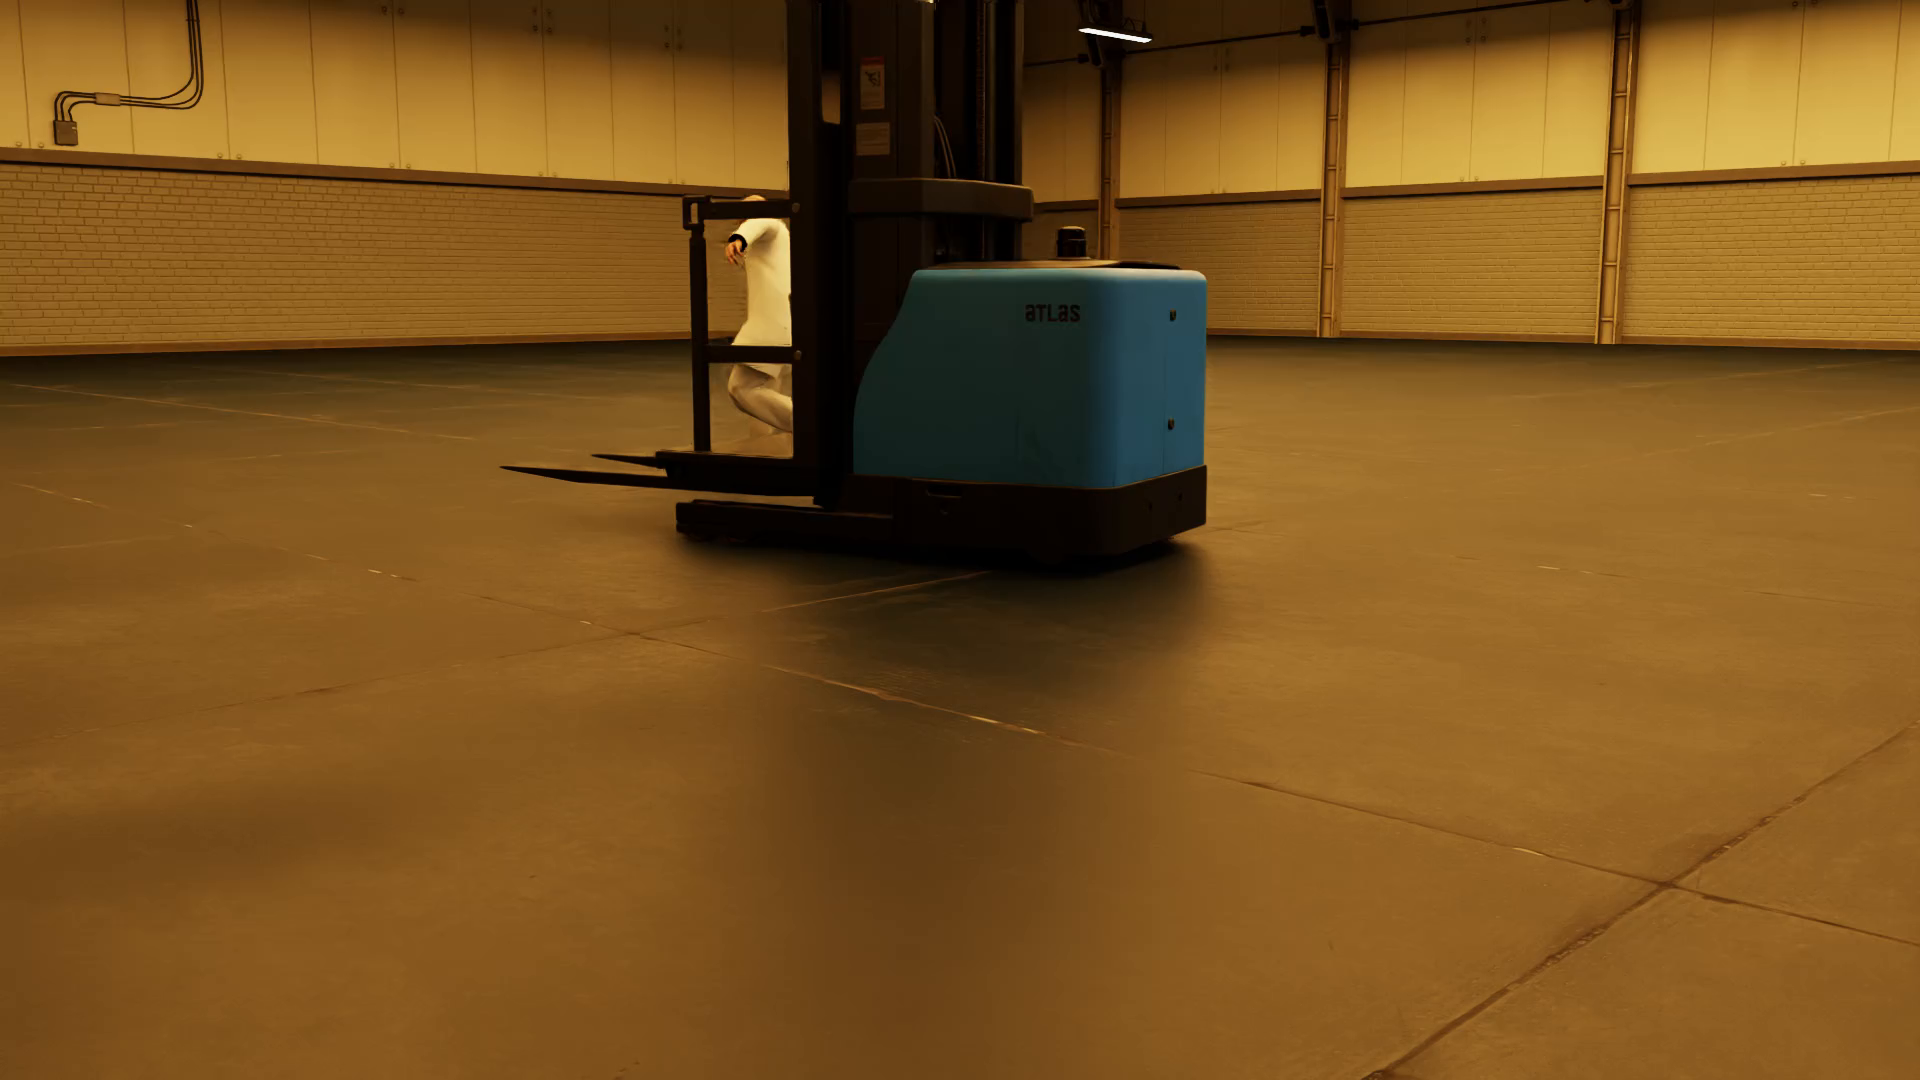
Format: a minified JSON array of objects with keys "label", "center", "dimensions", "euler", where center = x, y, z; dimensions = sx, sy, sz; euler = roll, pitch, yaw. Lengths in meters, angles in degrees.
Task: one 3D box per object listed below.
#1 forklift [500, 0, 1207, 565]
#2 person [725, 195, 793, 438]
[{"label":"forklift","center":[-0.559,-1.491,6.778],"dimensions":[3.031,2.935,1.130],"euler":[5,10,28]},{"label":"person","center":[-1.128,-1.203,9.552],"dimensions":[0.754,1.529,1.233],"euler":[4,10,27]}]
